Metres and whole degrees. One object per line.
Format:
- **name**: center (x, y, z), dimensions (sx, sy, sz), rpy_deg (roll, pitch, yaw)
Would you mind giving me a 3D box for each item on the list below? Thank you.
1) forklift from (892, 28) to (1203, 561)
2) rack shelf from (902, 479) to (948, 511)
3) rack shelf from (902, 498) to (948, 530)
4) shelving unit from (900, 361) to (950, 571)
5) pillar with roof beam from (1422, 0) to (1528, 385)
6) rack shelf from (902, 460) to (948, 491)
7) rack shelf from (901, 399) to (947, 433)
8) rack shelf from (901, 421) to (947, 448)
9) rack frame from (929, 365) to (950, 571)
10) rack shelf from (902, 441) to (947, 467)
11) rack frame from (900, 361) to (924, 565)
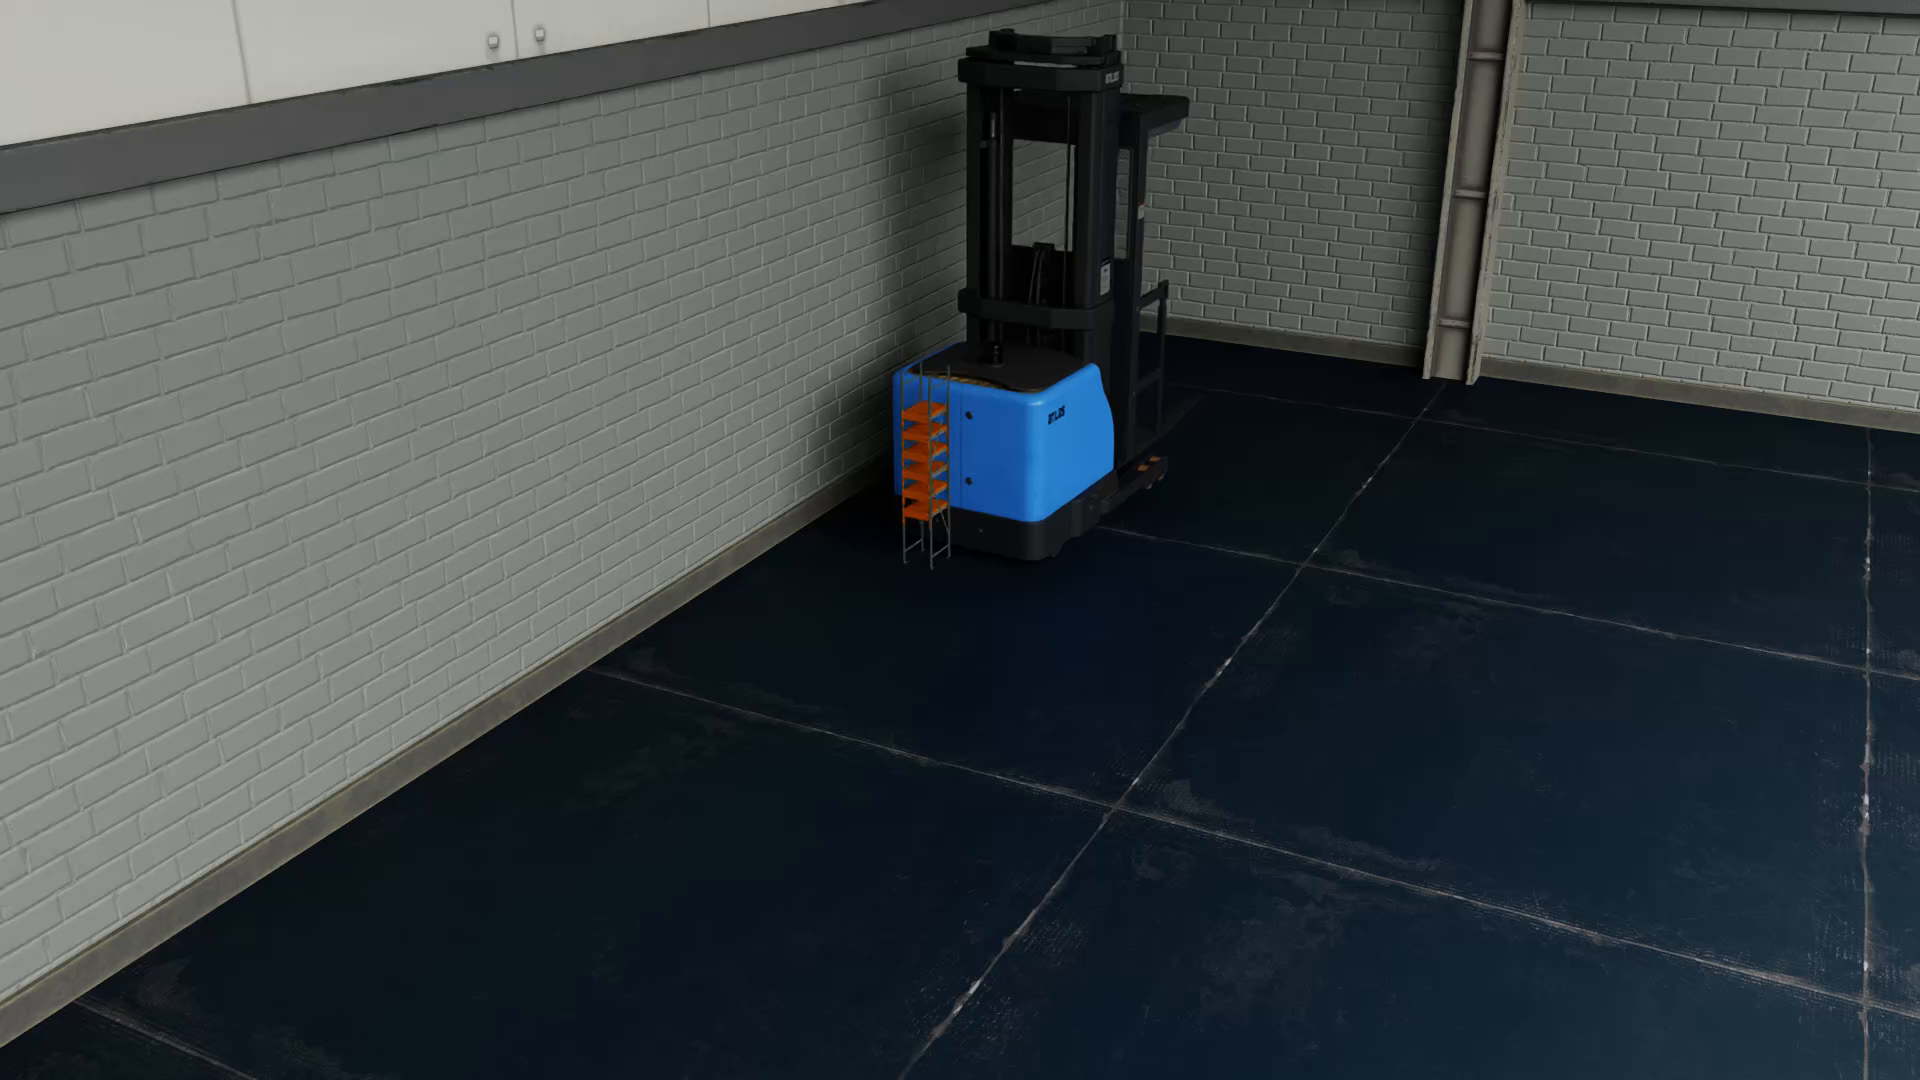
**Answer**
- **forklift**: center (0.747, -1.761, 10.645), dimensions (1.130, 2.935, 3.031), rpy_deg (13, 26, 27)
- **rack shelf**: center (-0.199, -0.277, 9.787), dimensions (0.180, 0.103, 0.258), rpy_deg (12, 26, 26)
- **rack shelf**: center (-0.199, -0.166, 9.834), dimensions (0.180, 0.103, 0.258), rpy_deg (12, 26, 26)
- **shelving unit**: center (-0.199, -0.428, 9.723), dimensions (0.189, 1.200, 0.258), rpy_deg (12, 26, 26)
- **pillar with roof beam**: center (1.994, -3.950, 8.039), dimensions (0.400, 9.000, 9.100), rpy_deg (11, 25, 25)
- **rack shelf**: center (-0.199, -0.387, 9.740), dimensions (0.180, 0.103, 0.258), rpy_deg (12, 26, 26)
- **rack shelf**: center (-0.199, -0.718, 9.600), dimensions (0.180, 0.103, 0.258), rpy_deg (12, 26, 26)
- **rack shelf**: center (-0.199, -0.608, 9.646), dimensions (0.180, 0.103, 0.258), rpy_deg (12, 26, 26)
- **rack frame**: center (-0.118, -0.411, 9.683), dimensions (0.006, 1.200, 0.240), rpy_deg (12, 26, 26)
- **rack shelf**: center (-0.199, -0.497, 9.693), dimensions (0.180, 0.103, 0.258), rpy_deg (12, 26, 26)
- **rack frame**: center (-0.279, -0.445, 9.763), dimensions (0.006, 1.200, 0.240), rpy_deg (12, 26, 26)
